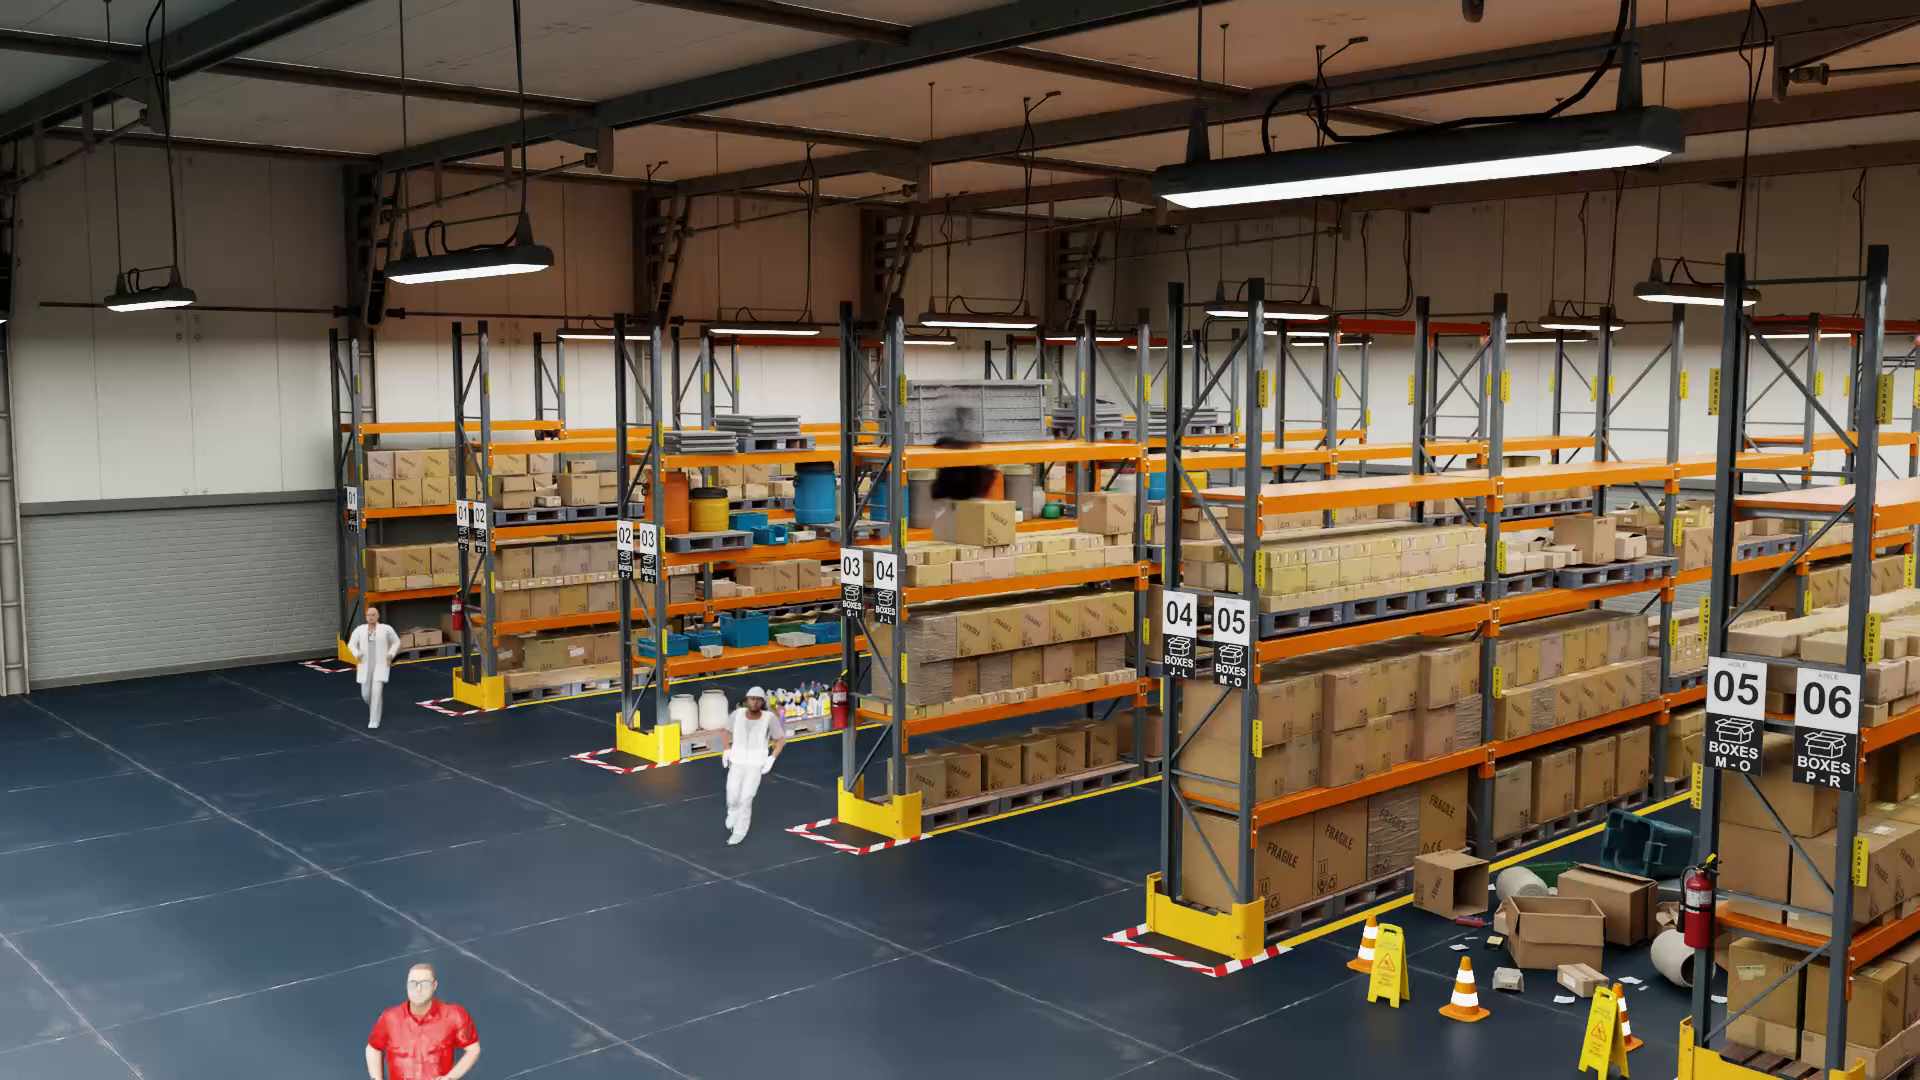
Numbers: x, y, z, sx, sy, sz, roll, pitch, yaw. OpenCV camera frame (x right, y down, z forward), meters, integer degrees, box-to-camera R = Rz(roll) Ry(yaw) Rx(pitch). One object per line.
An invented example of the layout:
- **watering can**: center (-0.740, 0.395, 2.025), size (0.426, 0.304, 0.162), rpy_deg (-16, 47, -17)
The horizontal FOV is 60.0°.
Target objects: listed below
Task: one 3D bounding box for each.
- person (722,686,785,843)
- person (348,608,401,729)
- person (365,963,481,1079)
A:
- **person**: center (-2.307, 2.475, 18.540), size (0.713, 1.729, 0.591), rpy_deg (0, 6, 3)
- **person**: center (-8.647, 1.869, 24.545), size (0.741, 1.752, 0.798), rpy_deg (-1, 6, -7)
- **person**: center (-3.198, 3.350, 9.901), size (0.672, 1.683, 0.758), rpy_deg (-1, 6, -10)
